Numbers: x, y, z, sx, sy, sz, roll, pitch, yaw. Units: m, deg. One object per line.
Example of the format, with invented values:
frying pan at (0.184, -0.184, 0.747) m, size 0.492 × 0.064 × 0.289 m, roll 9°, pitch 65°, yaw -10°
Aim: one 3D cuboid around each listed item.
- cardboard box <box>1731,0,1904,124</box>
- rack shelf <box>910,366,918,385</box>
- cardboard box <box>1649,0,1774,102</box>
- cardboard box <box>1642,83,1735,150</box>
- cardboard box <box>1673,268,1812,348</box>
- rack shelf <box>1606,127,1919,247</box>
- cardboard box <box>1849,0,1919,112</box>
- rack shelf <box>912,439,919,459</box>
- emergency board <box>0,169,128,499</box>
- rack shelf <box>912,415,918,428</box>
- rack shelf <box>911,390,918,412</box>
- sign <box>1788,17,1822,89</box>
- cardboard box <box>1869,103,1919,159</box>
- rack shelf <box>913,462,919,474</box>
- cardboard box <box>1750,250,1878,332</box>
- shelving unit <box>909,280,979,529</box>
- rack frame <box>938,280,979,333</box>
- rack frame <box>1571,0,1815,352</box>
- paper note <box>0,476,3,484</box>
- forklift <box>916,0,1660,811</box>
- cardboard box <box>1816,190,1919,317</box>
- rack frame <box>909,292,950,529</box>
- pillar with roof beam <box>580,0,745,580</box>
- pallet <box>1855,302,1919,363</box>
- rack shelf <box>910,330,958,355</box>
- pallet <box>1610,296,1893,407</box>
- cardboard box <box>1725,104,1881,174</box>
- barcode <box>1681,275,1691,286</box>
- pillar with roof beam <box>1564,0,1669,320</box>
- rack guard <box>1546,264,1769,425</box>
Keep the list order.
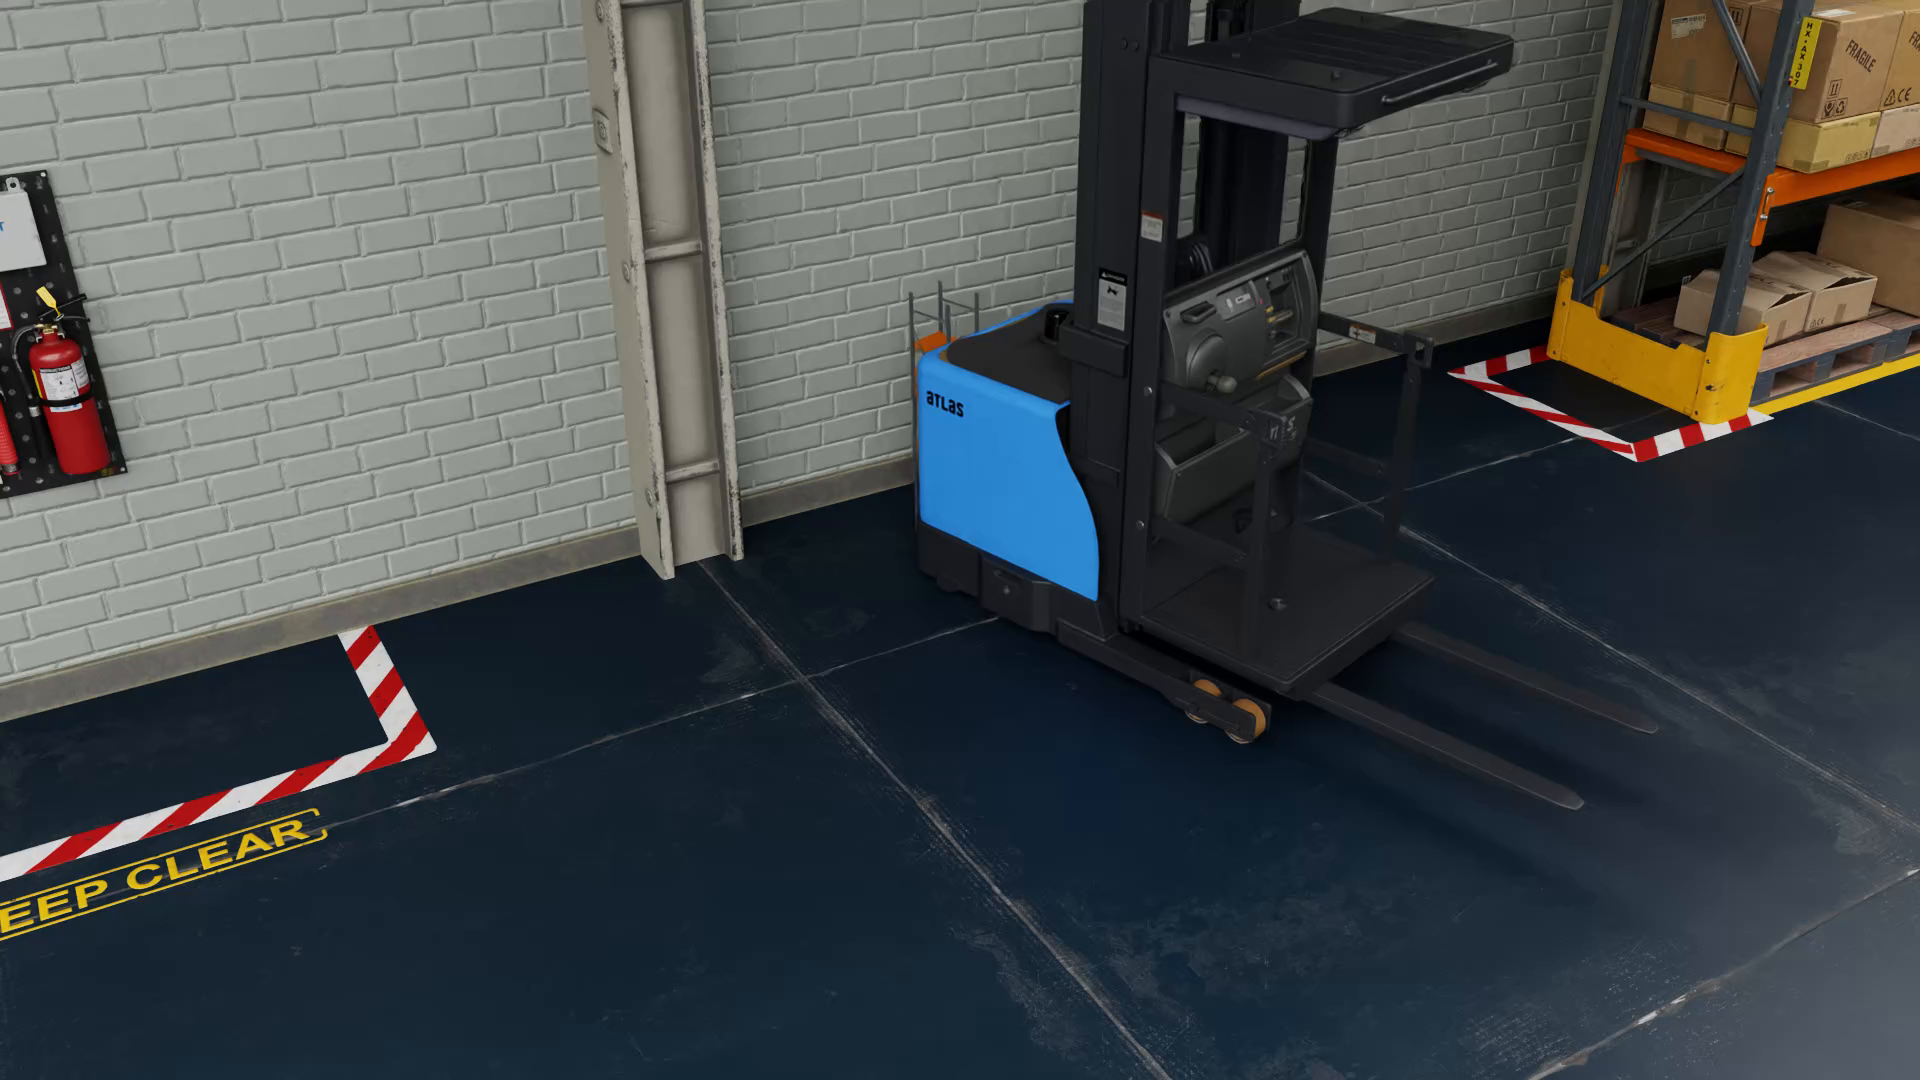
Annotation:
cardboard box at (4.341, -2.447, 8.438) m, size 0.500 × 0.500 × 0.500 m, roll -16°, pitch 33°, yaw -26°
rack shelf at (-0.066, -0.720, 7.405) m, size 0.258 × 0.103 × 0.180 m, roll 24°, pitch 38°, yaw 37°
cardboard box at (4.076, -2.659, 8.823) m, size 0.500 × 0.500 × 0.500 m, roll -16°, pitch 33°, yaw -27°
cardboard box at (4.082, -2.322, 8.988) m, size 0.500 × 0.250 × 0.500 m, roll -15°, pitch 32°, yaw -26°
cardboard box at (4.419, -1.331, 9.385) m, size 0.500 × 0.311 × 0.500 m, roll -20°, pitch 35°, yaw -32°
rack shelf at (5.501, -2.359, 9.664) m, size 4.000 × 0.370 × 1.077 m, roll -16°, pitch 33°, yaw -26°
cardboard box at (4.772, -2.564, 8.650) m, size 0.500 × 0.500 × 0.500 m, roll -16°, pitch 33°, yaw -26°
rack shelf at (-0.062, -0.407, 7.582) m, size 0.258 × 0.103 × 0.180 m, roll 24°, pitch 38°, yaw 37°
emergency board at (-3.381, -0.658, 5.838) m, size 0.643 × 1.169 × 0.194 m, roll -16°, pitch 33°, yaw -26°
rack shelf at (-0.063, -0.511, 7.523) m, size 0.258 × 0.103 × 0.180 m, roll 24°, pitch 38°, yaw 37°
rack shelf at (-0.064, -0.616, 7.464) m, size 0.258 × 0.103 × 0.180 m, roll 24°, pitch 38°, yaw 37°
sign at (4.052, -2.337, 7.984) m, size 0.005 × 0.325 × 0.100 m, roll -16°, pitch 33°, yaw -26°
cardboard box at (4.799, -2.247, 8.852) m, size 0.500 × 0.250 × 0.500 m, roll -17°, pitch 33°, yaw -28°
rack shelf at (-0.060, -0.302, 7.641) m, size 0.258 × 0.103 × 0.180 m, roll 24°, pitch 38°, yaw 37°
cardboard box at (4.910, -1.471, 9.638) m, size 0.500 × 0.311 × 0.500 m, roll -13°, pitch 31°, yaw -22°
shelving unit at (-0.063, -0.550, 7.501) m, size 0.258 × 1.200 × 0.189 m, roll 24°, pitch 38°, yaw 37°
rack frame at (-0.001, -0.583, 7.559) m, size 0.240 × 1.200 × 0.006 m, roll 24°, pitch 38°, yaw 37°
rack frame at (3.777, -2.184, 8.603) m, size 0.127 × 3.000 × 1.000 m, roll -16°, pitch 33°, yaw -26°
paper note at (-3.568, -0.258, 6.024) m, size 0.142 × 0.148 × 0.016 m, roll -16°, pitch 33°, yaw -26°
forklift at (1.222, -0.793, 6.153) m, size 3.031 × 2.935 × 1.130 m, roll 25°, pitch 37°, yaw 37°
cardboard box at (5.568, -1.712, 9.880) m, size 0.500 × 0.500 × 0.700 m, roll -18°, pitch 34°, yaw -29°
rack frame at (-0.126, -0.516, 7.443) m, size 0.240 × 1.200 × 0.006 m, roll 24°, pitch 38°, yaw 37°
pillar with roof beam at (0.950, -2.080, 2.206) m, size 0.400 × 9.000 × 9.100 m, roll -16°, pitch 33°, yaw -26°
pallet at (5.611, -1.463, 10.182) m, size 1.213 × 0.211 × 1.003 m, roll -16°, pitch 33°, yaw -26°
rack shelf at (-0.067, -0.824, 7.346) m, size 0.258 × 0.103 × 0.180 m, roll 24°, pitch 38°, yaw 37°
pallet at (4.561, -1.166, 9.644) m, size 1.213 × 0.211 × 1.003 m, roll -16°, pitch 33°, yaw -26°
cardboard box at (4.358, -2.114, 8.611) m, size 0.500 × 0.250 × 0.500 m, roll -17°, pitch 33°, yaw -28°
barcode at (4.232, -1.506, 9.693) m, size 0.075 × 0.075 × 0.001 m, roll -16°, pitch 33°, yaw -26°
pillar with roof beam at (6.123, -3.549, 4.867) m, size 0.400 × 9.000 × 9.100 m, roll -16°, pitch 33°, yaw -26°
rack guard at (3.842, -1.108, 9.241) m, size 0.348 × 0.500 × 1.175 m, roll -16°, pitch 33°, yaw -26°
